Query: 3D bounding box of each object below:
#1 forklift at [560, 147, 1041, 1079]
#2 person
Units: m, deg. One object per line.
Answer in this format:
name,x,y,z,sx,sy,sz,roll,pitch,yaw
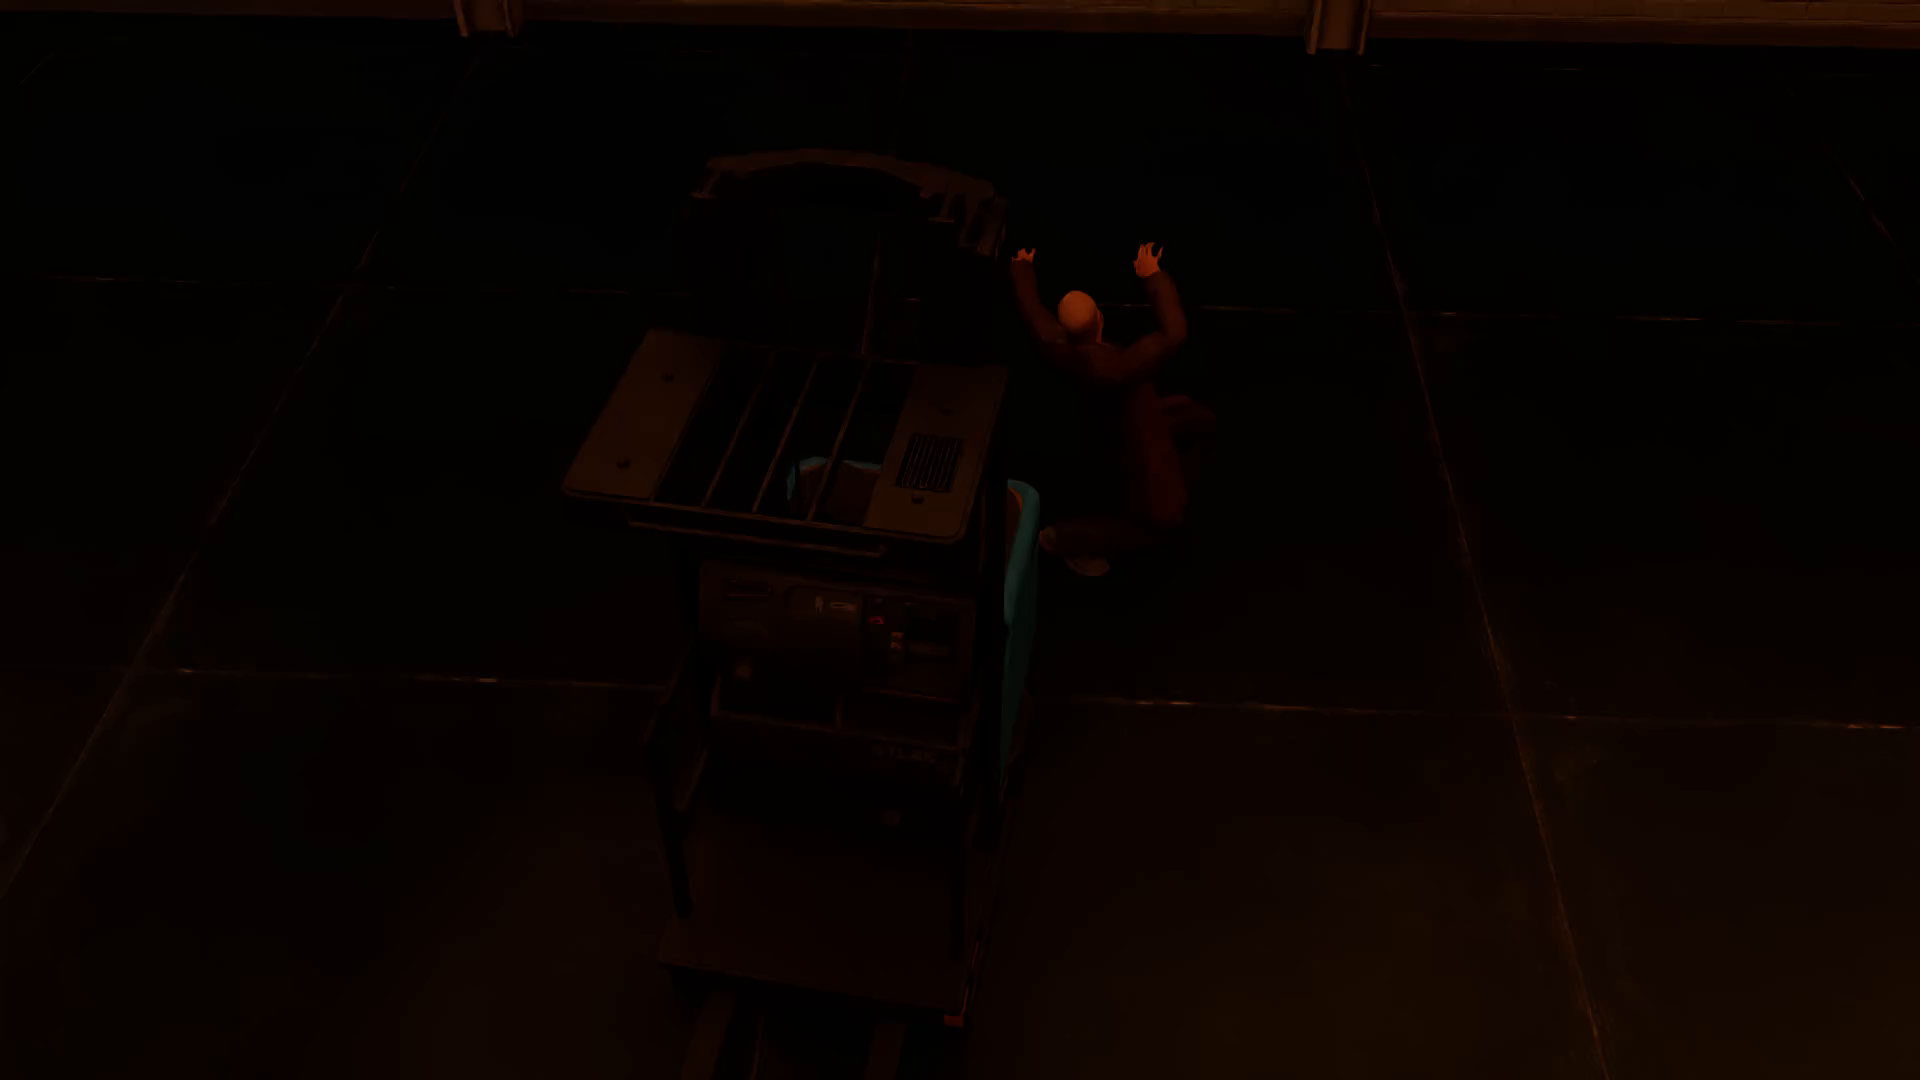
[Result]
forklift,-0.445,0.396,5.308,1.130,2.935,3.031,7,43,8
person,0.726,-0.702,7.524,0.893,1.641,1.169,-9,43,-10
